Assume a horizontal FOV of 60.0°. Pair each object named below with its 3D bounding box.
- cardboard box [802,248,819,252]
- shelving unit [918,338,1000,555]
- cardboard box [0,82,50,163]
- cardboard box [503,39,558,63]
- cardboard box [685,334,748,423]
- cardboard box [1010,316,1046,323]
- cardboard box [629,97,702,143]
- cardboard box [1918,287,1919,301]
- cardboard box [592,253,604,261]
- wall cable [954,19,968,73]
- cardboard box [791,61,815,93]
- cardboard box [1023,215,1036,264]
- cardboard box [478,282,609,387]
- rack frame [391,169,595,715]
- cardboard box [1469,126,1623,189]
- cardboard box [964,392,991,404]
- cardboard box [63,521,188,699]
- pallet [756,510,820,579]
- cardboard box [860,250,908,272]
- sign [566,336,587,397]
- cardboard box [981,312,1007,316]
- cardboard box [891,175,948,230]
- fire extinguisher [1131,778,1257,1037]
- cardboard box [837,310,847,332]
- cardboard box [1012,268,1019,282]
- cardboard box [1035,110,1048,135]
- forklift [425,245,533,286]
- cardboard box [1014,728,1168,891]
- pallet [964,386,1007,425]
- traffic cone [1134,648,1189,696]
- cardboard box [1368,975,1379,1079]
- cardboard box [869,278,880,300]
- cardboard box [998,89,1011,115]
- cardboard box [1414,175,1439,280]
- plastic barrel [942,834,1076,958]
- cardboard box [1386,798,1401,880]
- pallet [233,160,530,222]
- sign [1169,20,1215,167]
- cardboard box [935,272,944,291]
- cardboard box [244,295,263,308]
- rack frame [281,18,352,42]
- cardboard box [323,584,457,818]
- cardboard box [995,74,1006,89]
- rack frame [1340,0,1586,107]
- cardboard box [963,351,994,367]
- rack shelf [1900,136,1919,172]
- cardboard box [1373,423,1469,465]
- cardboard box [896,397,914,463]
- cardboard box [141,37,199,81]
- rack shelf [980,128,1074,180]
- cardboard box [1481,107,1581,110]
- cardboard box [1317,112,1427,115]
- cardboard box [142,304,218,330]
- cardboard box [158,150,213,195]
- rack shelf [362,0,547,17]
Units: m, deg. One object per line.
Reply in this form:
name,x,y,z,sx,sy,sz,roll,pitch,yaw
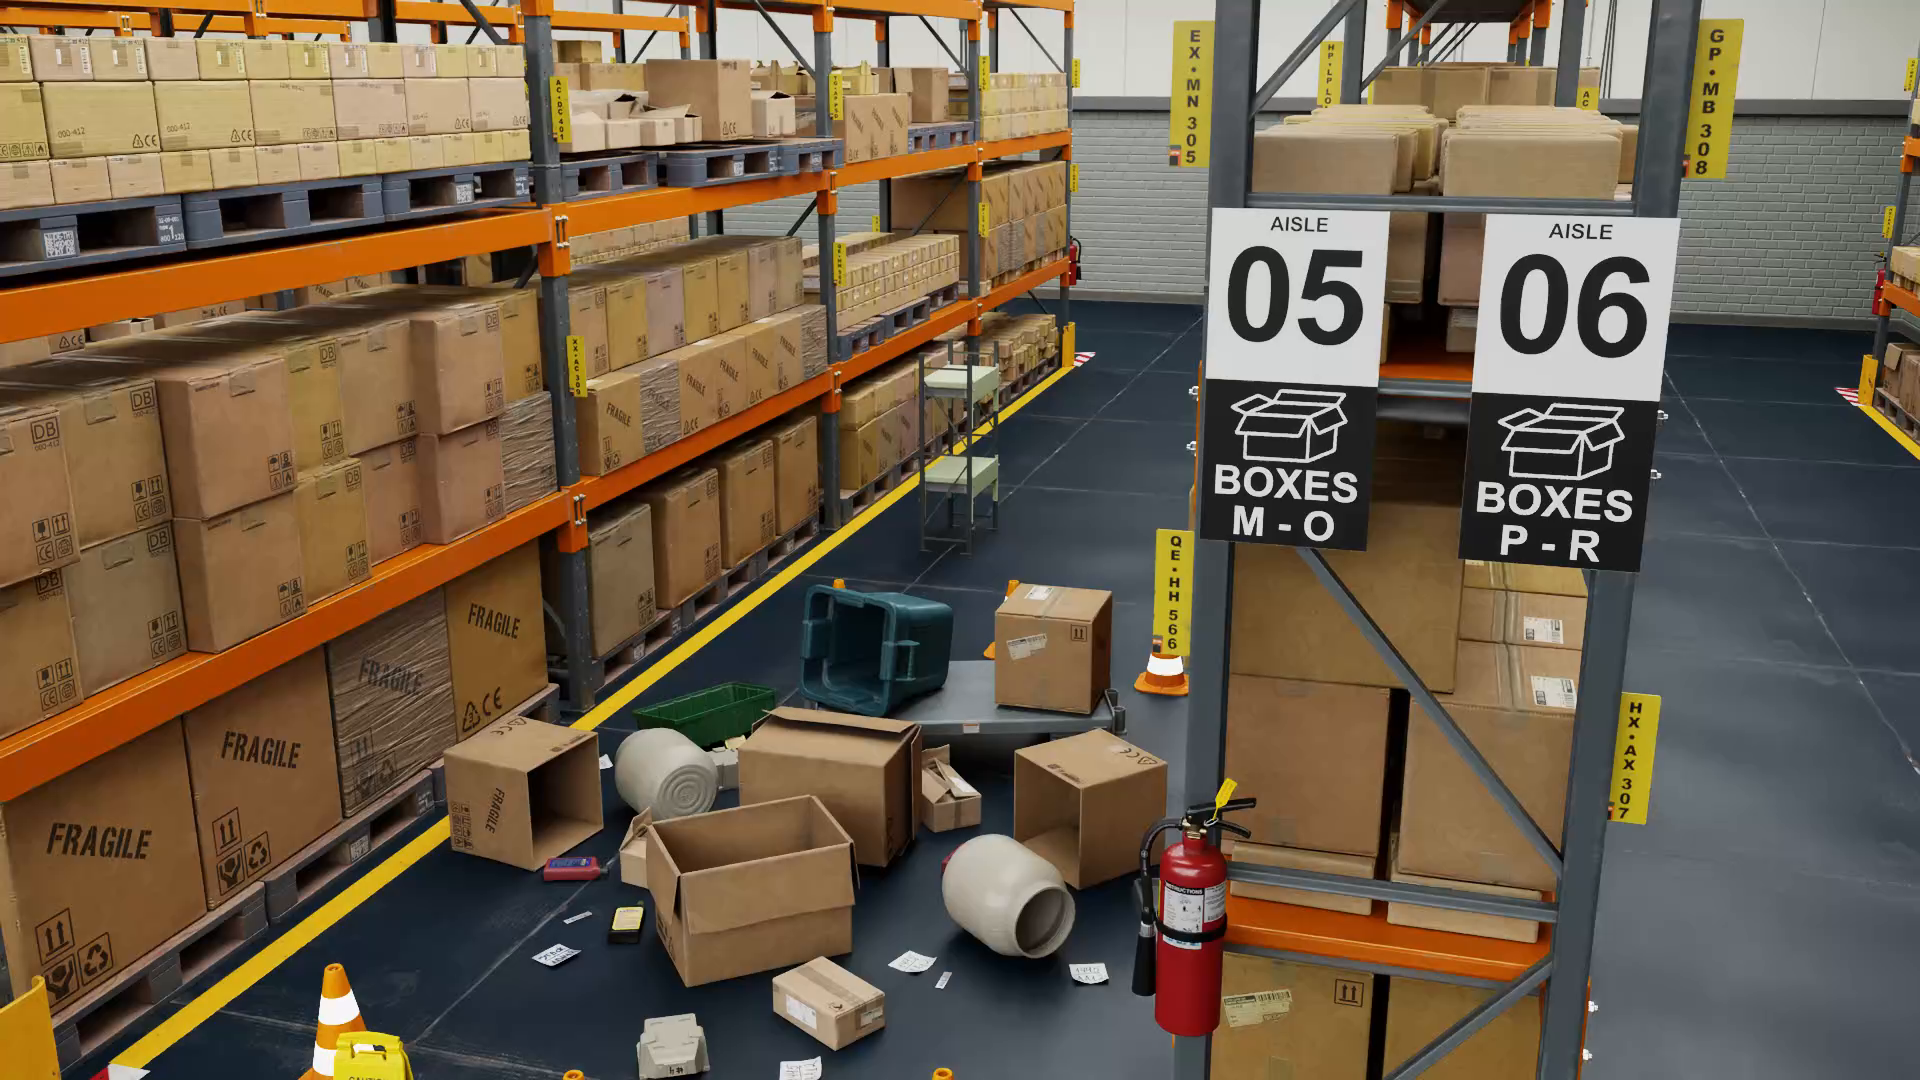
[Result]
cardboard box,-1.294,-2.497,14.737,0.380,0.149,0.250,5,17,18
shelving unit,-0.002,-0.720,12.619,0.431,1.500,0.755,5,16,16
cardboard box,-3.328,-1.337,5.327,0.500,0.250,0.500,5,16,16
cardboard box,-4.754,-5.365,18.240,0.500,0.250,0.500,4,16,12
cardboard box,-1.735,-1.074,10.935,0.500,0.500,0.500,5,17,17
cardboard box,0.802,-2.550,19.688,0.380,0.149,0.250,5,17,17
cardboard box,-1.840,-2.615,10.348,0.396,0.266,0.258,5,16,16
cardboard box,9.600,-2.393,16.228,0.380,0.149,0.250,4,16,14
cardboard box,-4.331,-3.222,19.151,0.380,0.149,0.250,4,16,15
wall cable,1.020,-9.710,24.676,2.277,5.999,0.120,5,16,16
cardboard box,-1.226,-3.883,13.941,0.396,0.266,0.258,5,16,16
cardboard box,0.517,-3.309,18.271,0.500,0.500,0.500,5,17,19
cardboard box,-2.439,-1.173,9.452,0.700,0.500,0.500,4,16,15
rack frame,-2.575,-0.513,9.142,1.000,3.000,0.127,5,16,16
cardboard box,1.546,-1.020,4.431,0.380,0.149,0.250,5,16,16
cardboard box,0.110,-1.507,17.101,0.380,0.149,0.250,4,16,13
cardboard box,-3.514,0.215,6.300,0.875,0.550,0.550,5,16,16
pallet,-1.734,-0.018,12.506,1.003,0.211,1.213,5,16,16
cardboard box,-0.674,-2.442,14.543,0.380,0.149,0.250,4,16,15
sign,-2.042,-0.925,8.863,0.100,0.325,0.005,5,16,16
cardboard box,0.361,-2.659,20.071,0.380,0.149,0.250,4,16,13
cardboard box,-0.427,-3.423,16.838,0.500,0.500,0.500,4,16,14
fire extinguisher,0.589,0.922,4.223,0.296,0.674,0.183,5,16,16
cardboard box,-1.117,-1.742,13.166,0.380,0.149,0.250,4,16,15
cardboard box,0.421,-2.883,17.955,0.380,0.149,0.250,5,17,18
cardboard box,0.668,-4.621,18.404,0.500,0.250,0.500,5,17,18
forklift,-4.192,-1.688,13.408,1.130,2.935,3.031,7,17,24
cardboard box,0.591,1.220,7.606,0.500,0.500,0.500,-10,19,-32
pallet,-0.144,-1.443,17.531,1.003,0.211,1.213,5,16,16
traffic cone,1.210,0.632,9.755,0.336,0.463,0.334,5,16,16
cardboard box,1.190,1.644,5.805,0.500,0.250,0.500,5,16,16
cardboard box,-0.889,-2.102,13.890,0.380,0.149,0.250,5,17,16
cardboard box,0.212,-4.455,16.901,0.500,0.250,0.500,5,16,16
cardboard box,1.107,-0.909,4.769,0.500,0.250,0.500,4,16,15
plastic barrel,0.199,1.472,6.863,0.421,0.421,0.512,-10,19,-32
cardboard box,1.416,0.871,4.720,0.380,0.149,0.250,5,17,17
pallet,-2.817,-1.700,7.993,1.003,0.211,1.213,5,16,16
sign,0.537,-1.027,3.833,0.100,0.325,0.005,5,16,16
cardboard box,-0.370,-2.435,15.609,0.380,0.149,0.250,5,16,16
cardboard box,-6.262,-2.167,14.790,0.500,0.500,0.500,5,17,18
rack frame,-8.640,-7.334,22.196,1.000,3.000,0.127,5,16,16
cardboard box,-3.073,0.702,7.981,0.875,0.875,0.875,5,17,16
cardboard box,0.258,-4.670,16.928,0.380,0.149,0.250,4,16,14
rack frame,2.200,-3.042,7.063,1.000,3.000,0.127,5,16,16
cardboard box,0.130,-1.865,17.271,0.380,0.149,0.250,5,17,19
rack shelf,9.802,-3.485,15.441,1.077,0.370,4.000,5,16,16
cardboard box,1.150,-0.064,4.997,0.700,0.500,0.500,5,17,16
cardboard box,-0.711,-0.991,14.638,0.500,0.500,0.500,4,16,14
cardboard box,-3.022,-1.751,6.056,0.380,0.149,0.250,4,16,15
rack shelf,0.267,-4.227,18.055,1.077,0.370,4.000,5,16,16
cardboard box,2.319,-1.688,6.785,0.380,0.149,0.250,4,16,14
cardboard box,1.480,-1.460,5.981,0.380,0.149,0.250,4,16,15
cardboard box,-6.343,-1.923,13.159,0.700,0.500,0.500,7,17,24
cardboard box,-3.020,-1.368,6.167,0.380,0.149,0.250,5,16,16
rack shelf,-3.143,-2.338,6.632,1.077,0.370,4.000,5,16,16
